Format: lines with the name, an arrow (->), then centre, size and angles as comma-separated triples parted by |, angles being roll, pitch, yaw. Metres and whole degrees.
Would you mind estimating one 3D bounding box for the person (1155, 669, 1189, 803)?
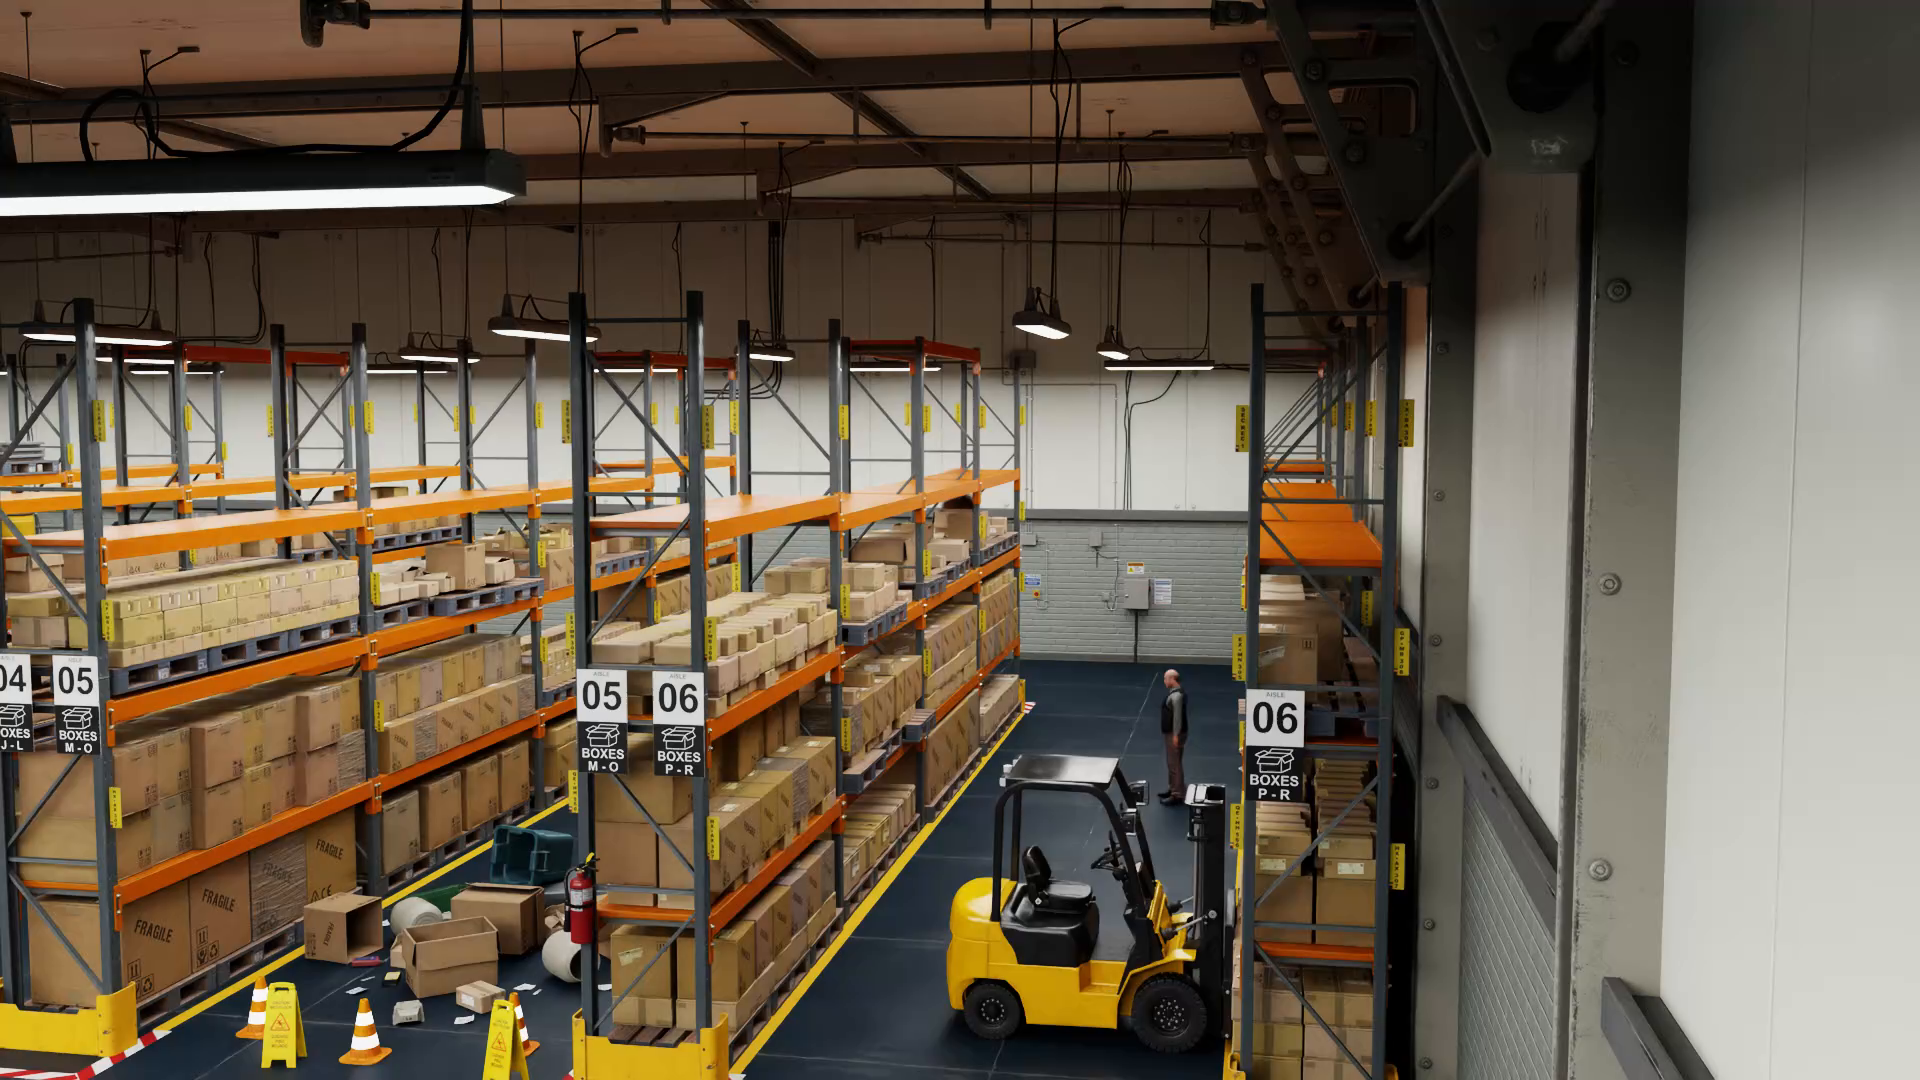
person -> 2.789, 2.545, 21.817 | 0.493, 1.713, 0.603 | 2, 5, 23
